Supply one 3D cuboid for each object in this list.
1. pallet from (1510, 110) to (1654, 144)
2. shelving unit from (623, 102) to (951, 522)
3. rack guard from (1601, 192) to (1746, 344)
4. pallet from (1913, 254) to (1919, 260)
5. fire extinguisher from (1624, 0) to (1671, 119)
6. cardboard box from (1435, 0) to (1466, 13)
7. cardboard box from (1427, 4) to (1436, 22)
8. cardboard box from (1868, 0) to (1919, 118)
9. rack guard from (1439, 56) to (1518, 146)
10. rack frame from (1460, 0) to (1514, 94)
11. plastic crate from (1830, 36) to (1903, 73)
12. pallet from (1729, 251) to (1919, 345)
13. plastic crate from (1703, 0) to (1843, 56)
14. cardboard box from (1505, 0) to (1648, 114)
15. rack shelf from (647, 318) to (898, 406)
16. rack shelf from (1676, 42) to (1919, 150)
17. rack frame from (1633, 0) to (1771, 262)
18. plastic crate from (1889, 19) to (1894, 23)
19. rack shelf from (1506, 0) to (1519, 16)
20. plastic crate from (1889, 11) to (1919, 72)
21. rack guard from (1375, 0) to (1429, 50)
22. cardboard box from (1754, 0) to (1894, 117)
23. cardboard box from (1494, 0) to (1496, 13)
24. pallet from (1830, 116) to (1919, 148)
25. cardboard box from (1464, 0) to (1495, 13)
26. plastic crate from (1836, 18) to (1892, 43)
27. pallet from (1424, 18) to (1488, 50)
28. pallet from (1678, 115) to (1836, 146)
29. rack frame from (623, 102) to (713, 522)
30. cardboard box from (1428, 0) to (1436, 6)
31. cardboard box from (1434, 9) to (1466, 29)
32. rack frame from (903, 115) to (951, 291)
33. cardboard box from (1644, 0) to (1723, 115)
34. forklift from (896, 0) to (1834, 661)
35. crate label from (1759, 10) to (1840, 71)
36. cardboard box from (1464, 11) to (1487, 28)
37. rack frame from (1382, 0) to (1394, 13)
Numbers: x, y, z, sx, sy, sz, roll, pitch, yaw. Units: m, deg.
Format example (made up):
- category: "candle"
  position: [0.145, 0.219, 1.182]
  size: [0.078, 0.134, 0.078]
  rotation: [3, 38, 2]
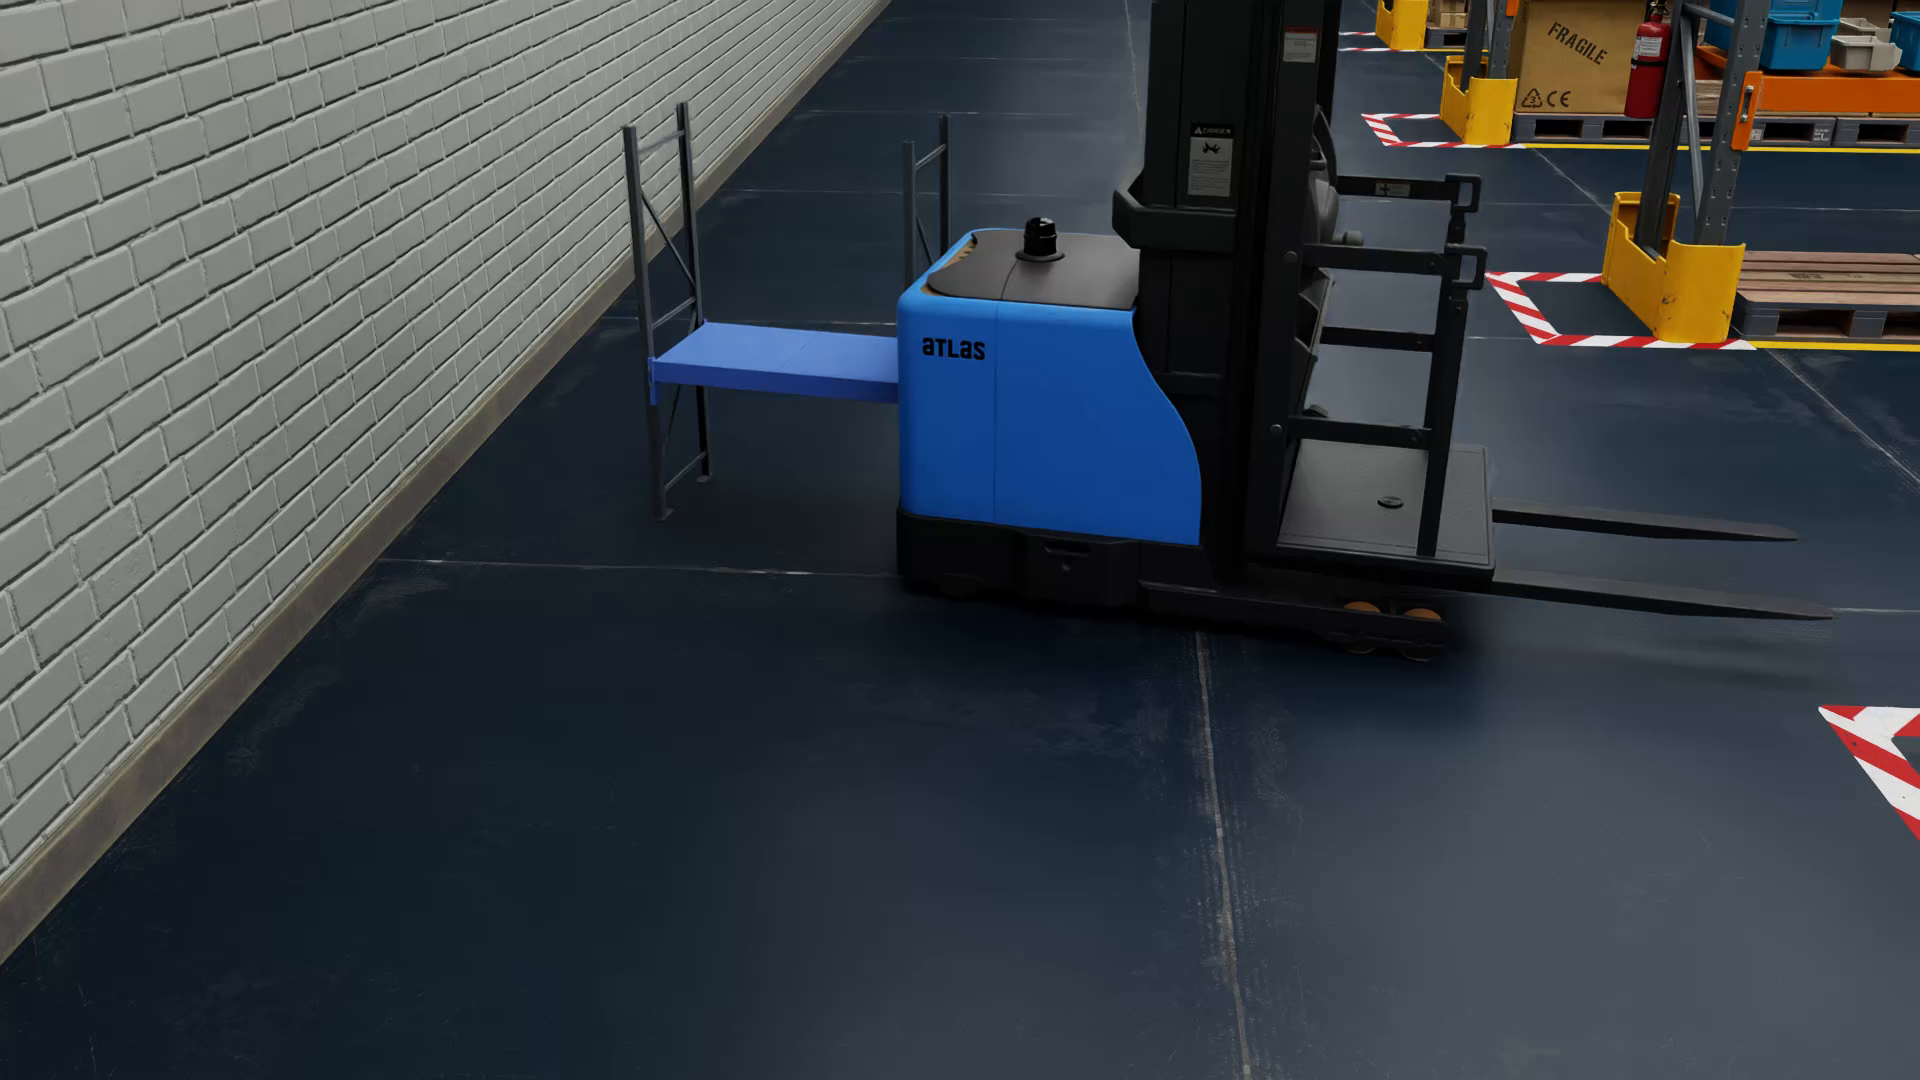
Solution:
- category: "pallet"
  position: [4.971, -3.410, 13.409]
  size: [1.213, 0.211, 1.003]
  rotation: [2, 25, 4]
- category: "shelving unit"
  position: [-0.604, -0.799, 6.193]
  size: [1.048, 1.500, 0.538]
  rotation: [6, 25, 14]
- category: "rack guard"
  position: [3.764, -1.466, 8.837]
  size: [0.348, 0.500, 1.175]
  rotation: [2, 25, 4]
- category: "pallet"
  position: [5.821, -1.257, 8.728]
  size: [1.213, 0.211, 1.003]
  rotation: [2, 25, 4]
- category: "fire extinguisher"
  position: [3.673, -2.596, 8.841]
  size: [0.183, 0.674, 0.296]
  rotation: [2, 25, 4]
- category: "cardboard box"
  position: [5.151, -5.641, 17.474]
  size: [0.250, 0.149, 0.380]
  rotation: [3, 25, 6]
- category: "cardboard box"
  position: [5.189, -5.700, 17.957]
  size: [0.250, 0.149, 0.380]
  rotation: [2, 25, 5]
- category: "cardboard box"
  position: [7.504, -3.822, 13.008]
  size: [0.875, 0.875, 0.875]
  rotation: [2, 25, 4]
- category: "rack guard"
  position: [4.144, -3.536, 13.335]
  size: [0.348, 0.500, 1.175]
  rotation: [2, 25, 4]
- category: "rack frame"
  position: [4.168, -4.670, 12.811]
  size: [0.127, 3.000, 1.000]
  rotation: [2, 25, 4]
- category: "plastic crate"
  position: [4.323, -2.324, 7.955]
  size: [0.298, 0.136, 0.250]
  rotation: [2, 25, 4]
- category: "pallet"
  position: [4.608, -1.297, 8.815]
  size: [1.213, 0.211, 1.003]
  rotation: [2, 25, 4]
- category: "plastic crate"
  position: [4.137, -2.716, 8.451]
  size: [0.499, 0.435, 0.616]
  rotation: [2, 25, 4]
- category: "cardboard box"
  position: [4.812, -3.909, 13.196]
  size: [0.875, 0.875, 0.875]
  rotation: [2, 25, 4]
- category: "rack shelf"
  position: [-0.604, -0.636, 6.268]
  size: [1.000, 0.185, 0.538]
  rotation: [6, 25, 14]
- category: "rack shelf"
  position: [5.783, -2.215, 8.336]
  size: [4.000, 0.370, 1.077]
  rotation: [2, 25, 4]
- category: "rack frame"
  position: [3.789, -2.606, 8.325]
  size: [0.127, 3.000, 1.000]
  rotation: [2, 25, 4]
- category: "plastic crate"
  position: [4.904, -2.548, 8.442]
  size: [0.243, 0.136, 0.396]
  rotation: [2, 25, 4]
- category: "rack shelf"
  position: [6.162, -4.279, 12.823]
  size: [4.000, 0.370, 1.077]
  rotation: [2, 25, 4]
- category: "plastic crate"
  position: [4.666, -2.391, 7.986]
  size: [0.300, 0.233, 0.416]
  rotation: [2, 25, 4]
- category: "rack guard"
  position: [4.724, -5.596, 17.814]
  size: [0.348, 0.500, 1.175]
  rotation: [2, 25, 4]
- category: "cardboard box"
  position: [6.607, -3.851, 13.070]
  size: [0.875, 0.875, 0.875]
  rotation: [2, 25, 4]
- category: "cardboard box"
  position: [5.671, -5.638, 17.467]
  size: [0.250, 0.149, 0.380]
  rotation: [2, 25, 5]
- category: "pallet"
  position: [7.404, -3.332, 13.240]
  size: [1.213, 0.211, 1.003]
  rotation: [2, 25, 4]
- category: "cardboard box"
  position: [5.420, -5.609, 17.404]
  size: [0.250, 0.149, 0.380]
  rotation: [2, 25, 4]
- category: "plastic crate"
  position: [4.616, -2.563, 8.475]
  size: [0.243, 0.136, 0.396]
  rotation: [2, 25, 4]
- category: "pallet"
  position: [5.531, -5.424, 17.786]
  size: [1.213, 0.211, 1.003]
  rotation: [2, 25, 4]
- category: "pallet"
  position: [6.184, -3.370, 13.322]
  size: [1.213, 0.211, 1.003]
  rotation: [2, 25, 4]
- category: "rack frame"
  position: [-1.095, -0.854, 6.312]
  size: [0.032, 1.500, 0.500]
  rotation: [6, 25, 14]
- category: "cardboard box"
  position: [5.196, -5.867, 17.965]
  size: [0.250, 0.149, 0.380]
  rotation: [1, 25, 3]
- category: "cardboard box"
  position: [5.146, -5.480, 17.479]
  size: [0.250, 0.149, 0.380]
  rotation: [2, 25, 5]
- category: "rack frame"
  position: [-0.113, -0.744, 6.074]
  size: [0.032, 1.500, 0.500]
  rotation: [6, 25, 14]
- category: "cardboard box"
  position: [5.719, -3.880, 13.132]
  size: [0.875, 0.875, 0.875]
  rotation: [2, 25, 4]
- category: "forklift"
  position: [1.353, -1.186, 5.321]
  size: [3.031, 2.935, 1.130]
  rotation: [6, 25, 14]
- category: "crate label"
  position: [4.010, -2.412, 8.032]
  size: [0.303, 0.233, 0.416]
  rotation: [2, 25, 4]
- category: "cardboard box"
  position: [5.414, -5.506, 17.535]
  size: [0.250, 0.149, 0.380]
  rotation: [2, 25, 4]
- category: "rack frame"
  position: [4.648, -6.734, 17.297]
  size: [0.127, 3.000, 1.000]
  rotation: [2, 25, 4]
